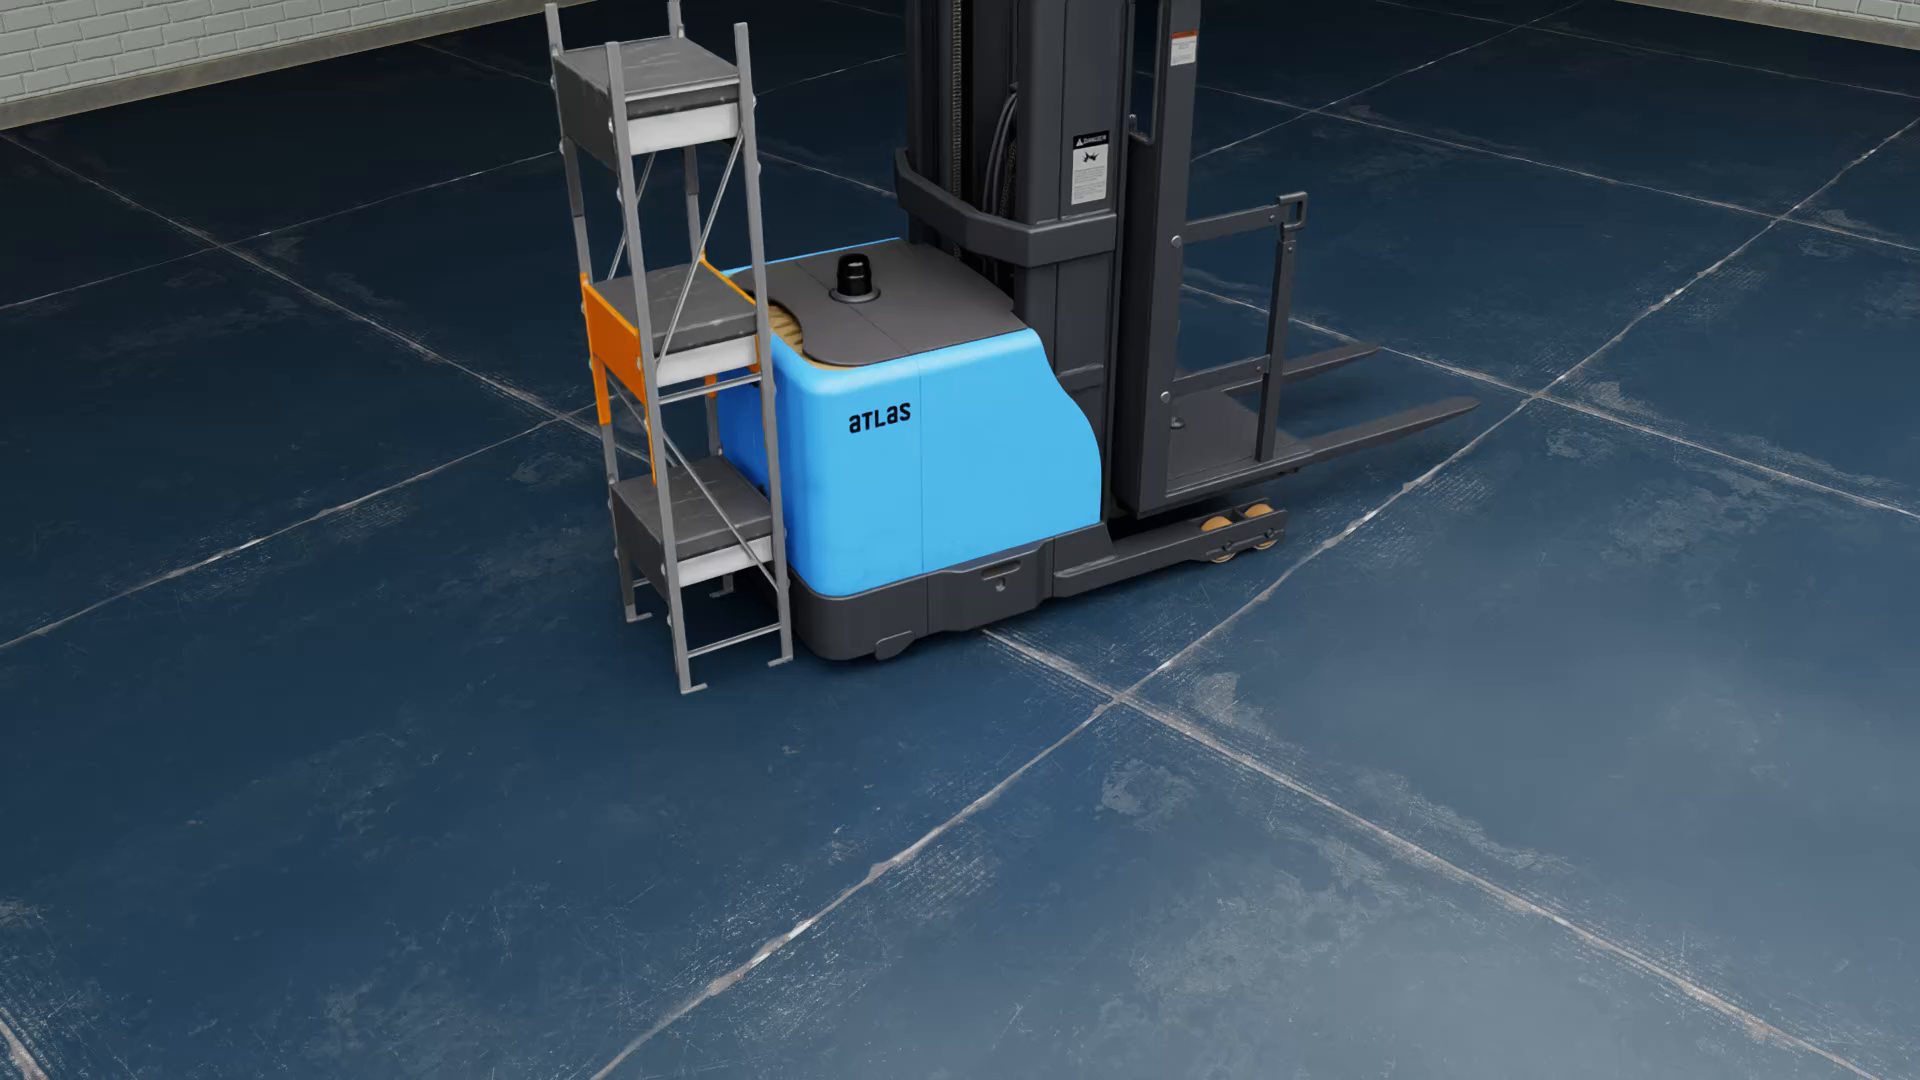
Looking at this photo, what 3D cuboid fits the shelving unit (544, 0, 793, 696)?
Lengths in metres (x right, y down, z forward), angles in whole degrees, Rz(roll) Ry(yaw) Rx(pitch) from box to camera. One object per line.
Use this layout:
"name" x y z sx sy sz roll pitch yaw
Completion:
"shelving unit" -0.866 -0.555 5.133 0.431 2.100 0.503 -17 35 -26

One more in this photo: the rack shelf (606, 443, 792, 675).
"rack shelf" -0.861 0.055 5.503 0.431 0.518 0.480 -17 35 -26

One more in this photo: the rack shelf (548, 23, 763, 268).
"rack shelf" -0.871 -1.142 4.776 0.431 0.518 0.480 -17 35 -26

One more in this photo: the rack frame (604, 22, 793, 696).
"rack frame" -0.742 -0.447 4.953 0.400 2.100 0.015 -17 35 -26

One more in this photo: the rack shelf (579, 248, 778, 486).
"rack shelf" -0.866 -0.544 5.140 0.431 0.518 0.480 -17 35 -26

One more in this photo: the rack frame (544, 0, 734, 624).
"rack frame" -0.990 -0.664 5.313 0.400 2.100 0.015 -17 35 -26

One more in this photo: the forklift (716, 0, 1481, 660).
"forklift" 0.632 -1.394 5.724 3.031 2.935 1.130 -16 35 -25
